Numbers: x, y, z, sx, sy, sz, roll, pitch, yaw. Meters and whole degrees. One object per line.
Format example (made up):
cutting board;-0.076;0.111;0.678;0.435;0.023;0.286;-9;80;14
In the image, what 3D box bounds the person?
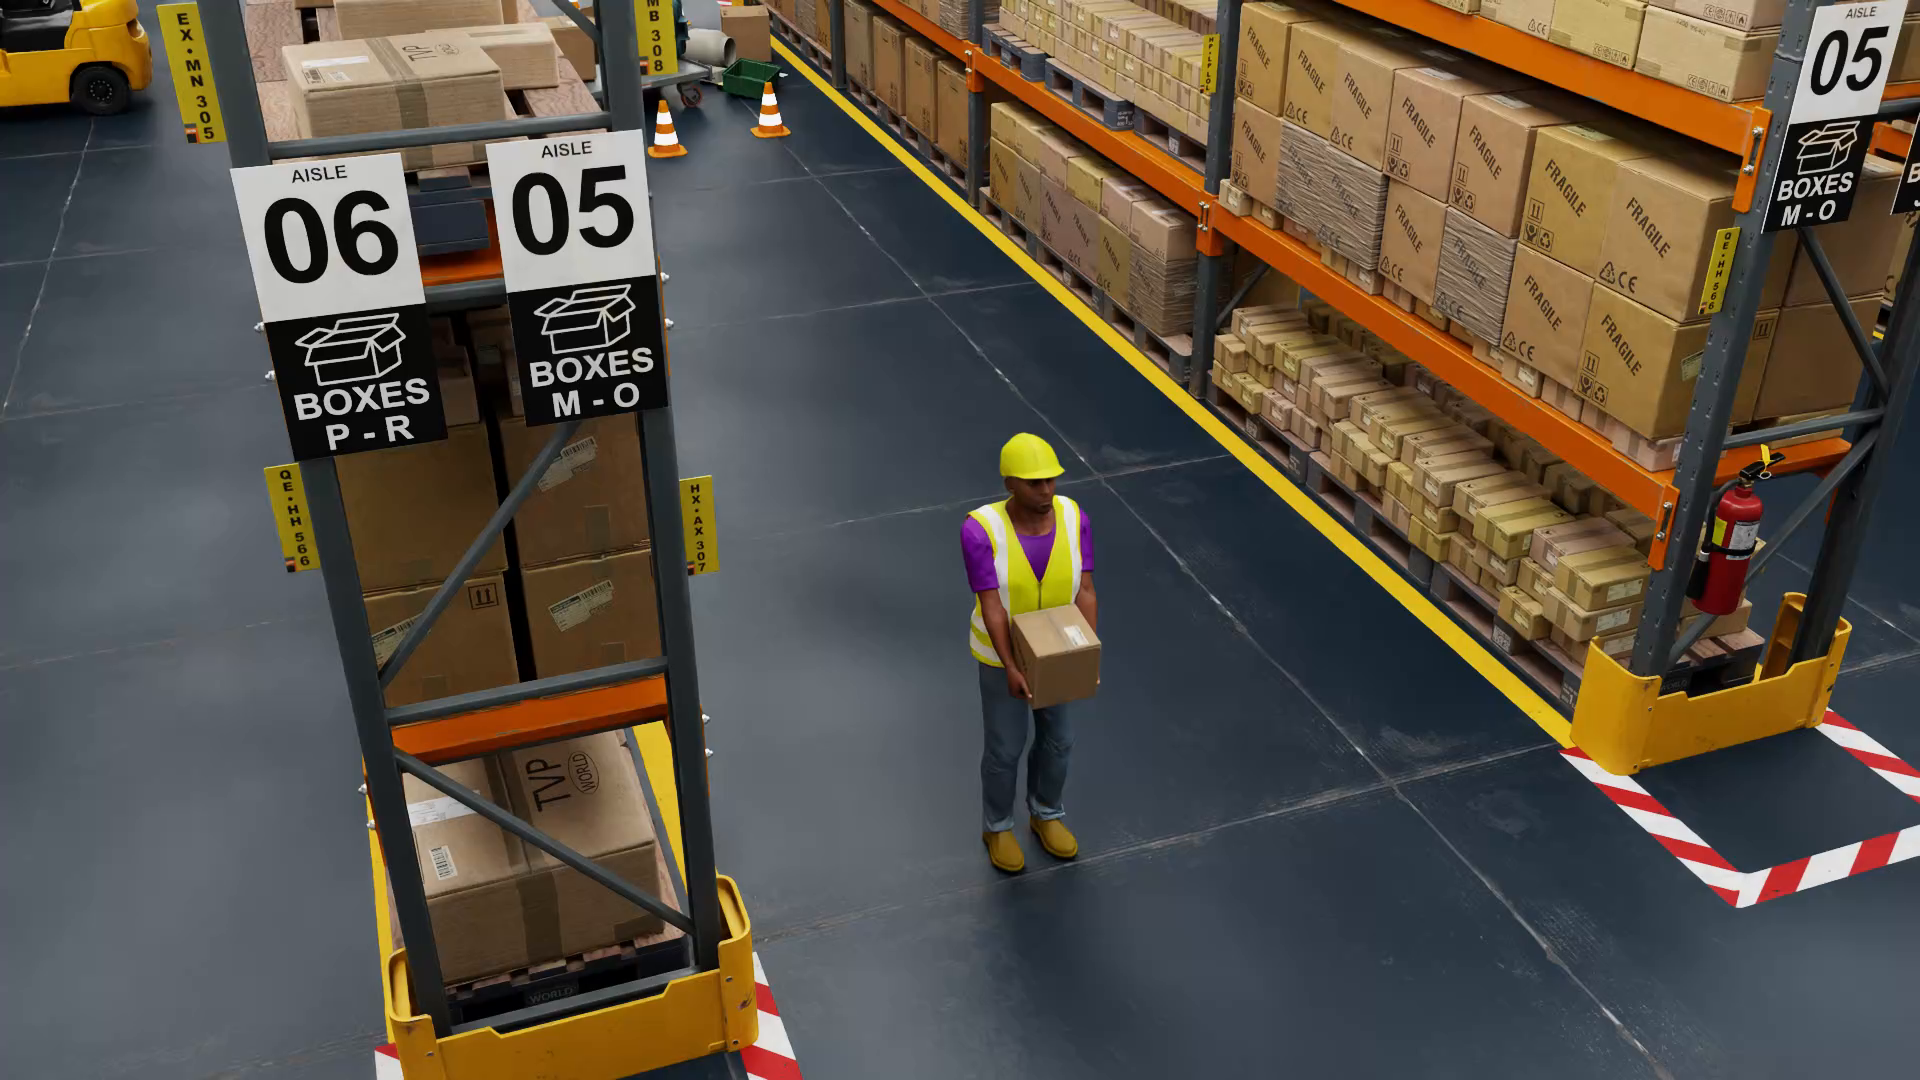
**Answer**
person;0.296;0.469;6.288;0.503;1.760;0.587;-10;31;-17
